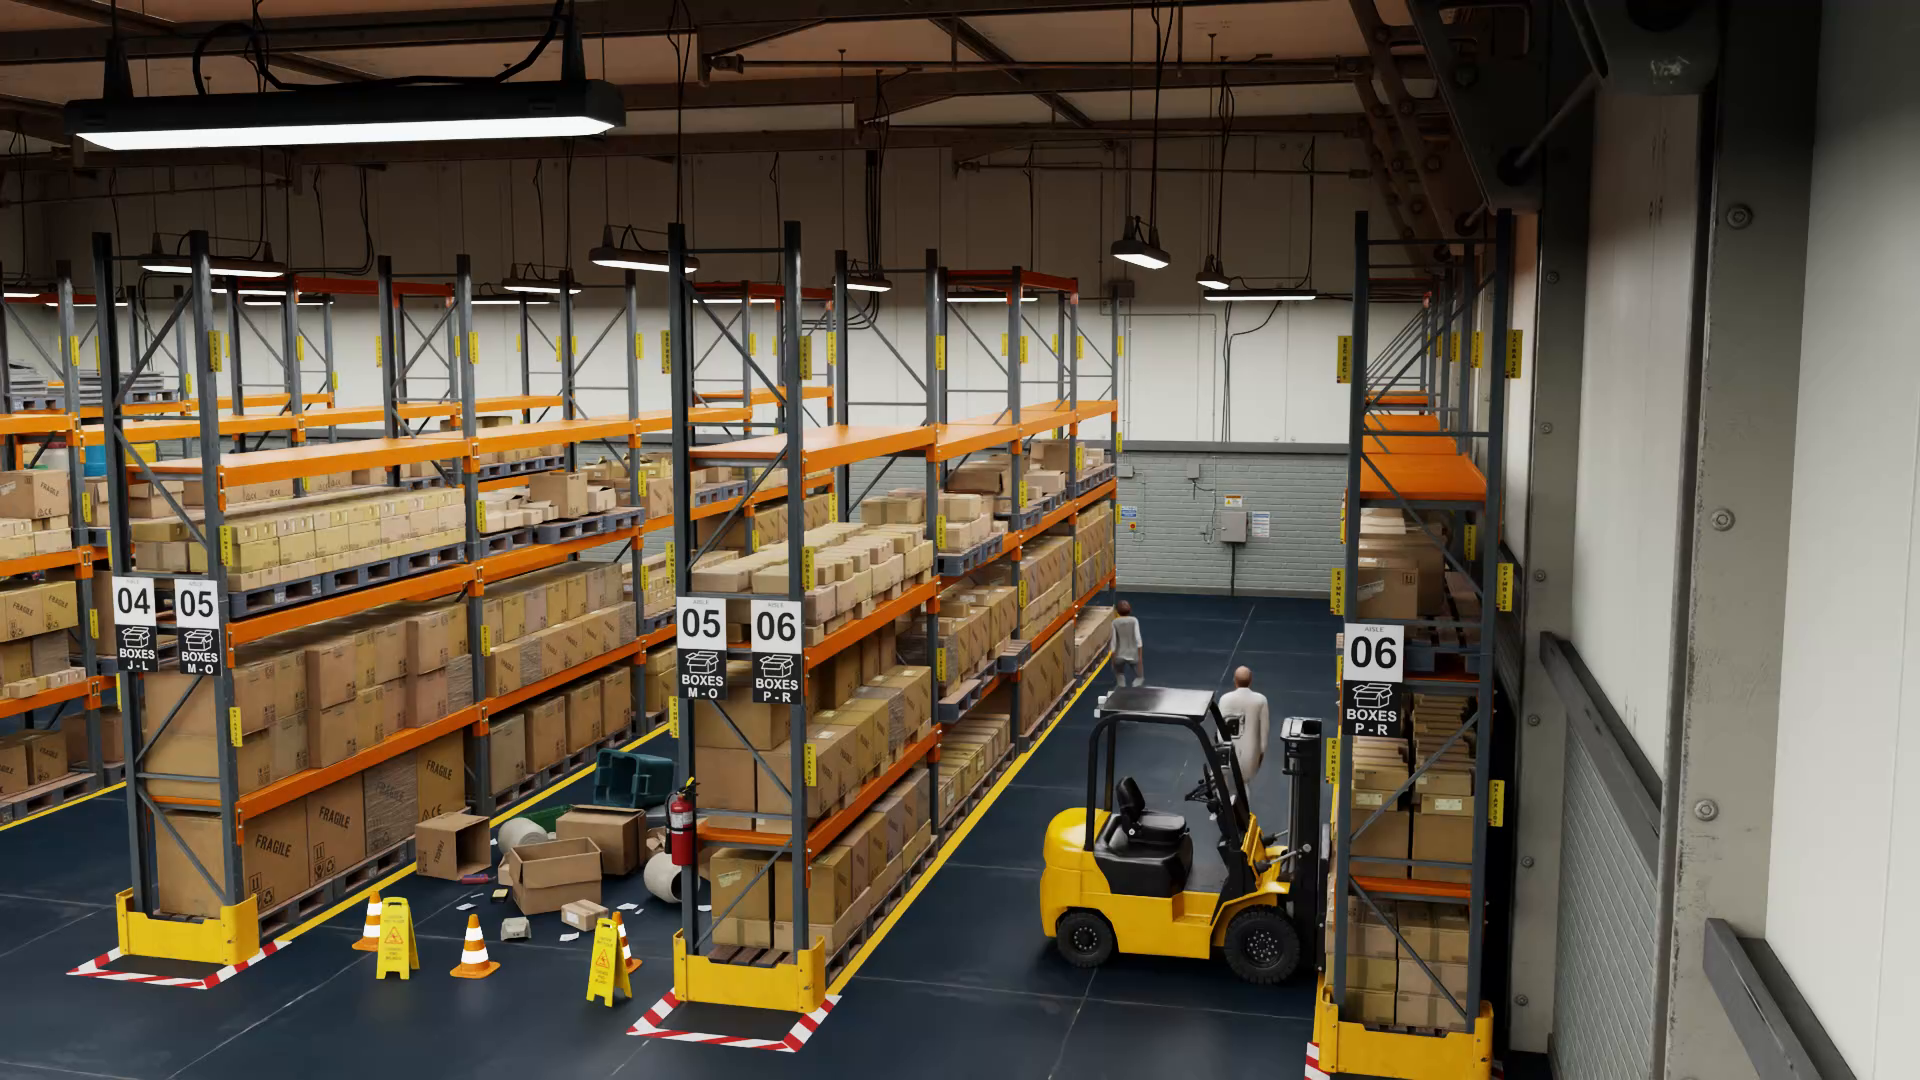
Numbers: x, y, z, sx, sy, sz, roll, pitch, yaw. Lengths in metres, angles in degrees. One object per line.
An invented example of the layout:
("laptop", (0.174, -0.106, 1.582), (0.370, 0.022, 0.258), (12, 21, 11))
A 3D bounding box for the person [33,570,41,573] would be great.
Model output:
("person", (-19.725, -0.029, 35.662), (1.095, 1.720, 0.540), (5, 8, 33))

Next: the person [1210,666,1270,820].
("person", (2.837, 2.104, 16.819), (0.597, 1.629, 0.715), (0, 7, 1))

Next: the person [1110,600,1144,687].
("person", (2.246, 1.510, 22.263), (0.475, 1.427, 0.592), (1, 7, 6))
